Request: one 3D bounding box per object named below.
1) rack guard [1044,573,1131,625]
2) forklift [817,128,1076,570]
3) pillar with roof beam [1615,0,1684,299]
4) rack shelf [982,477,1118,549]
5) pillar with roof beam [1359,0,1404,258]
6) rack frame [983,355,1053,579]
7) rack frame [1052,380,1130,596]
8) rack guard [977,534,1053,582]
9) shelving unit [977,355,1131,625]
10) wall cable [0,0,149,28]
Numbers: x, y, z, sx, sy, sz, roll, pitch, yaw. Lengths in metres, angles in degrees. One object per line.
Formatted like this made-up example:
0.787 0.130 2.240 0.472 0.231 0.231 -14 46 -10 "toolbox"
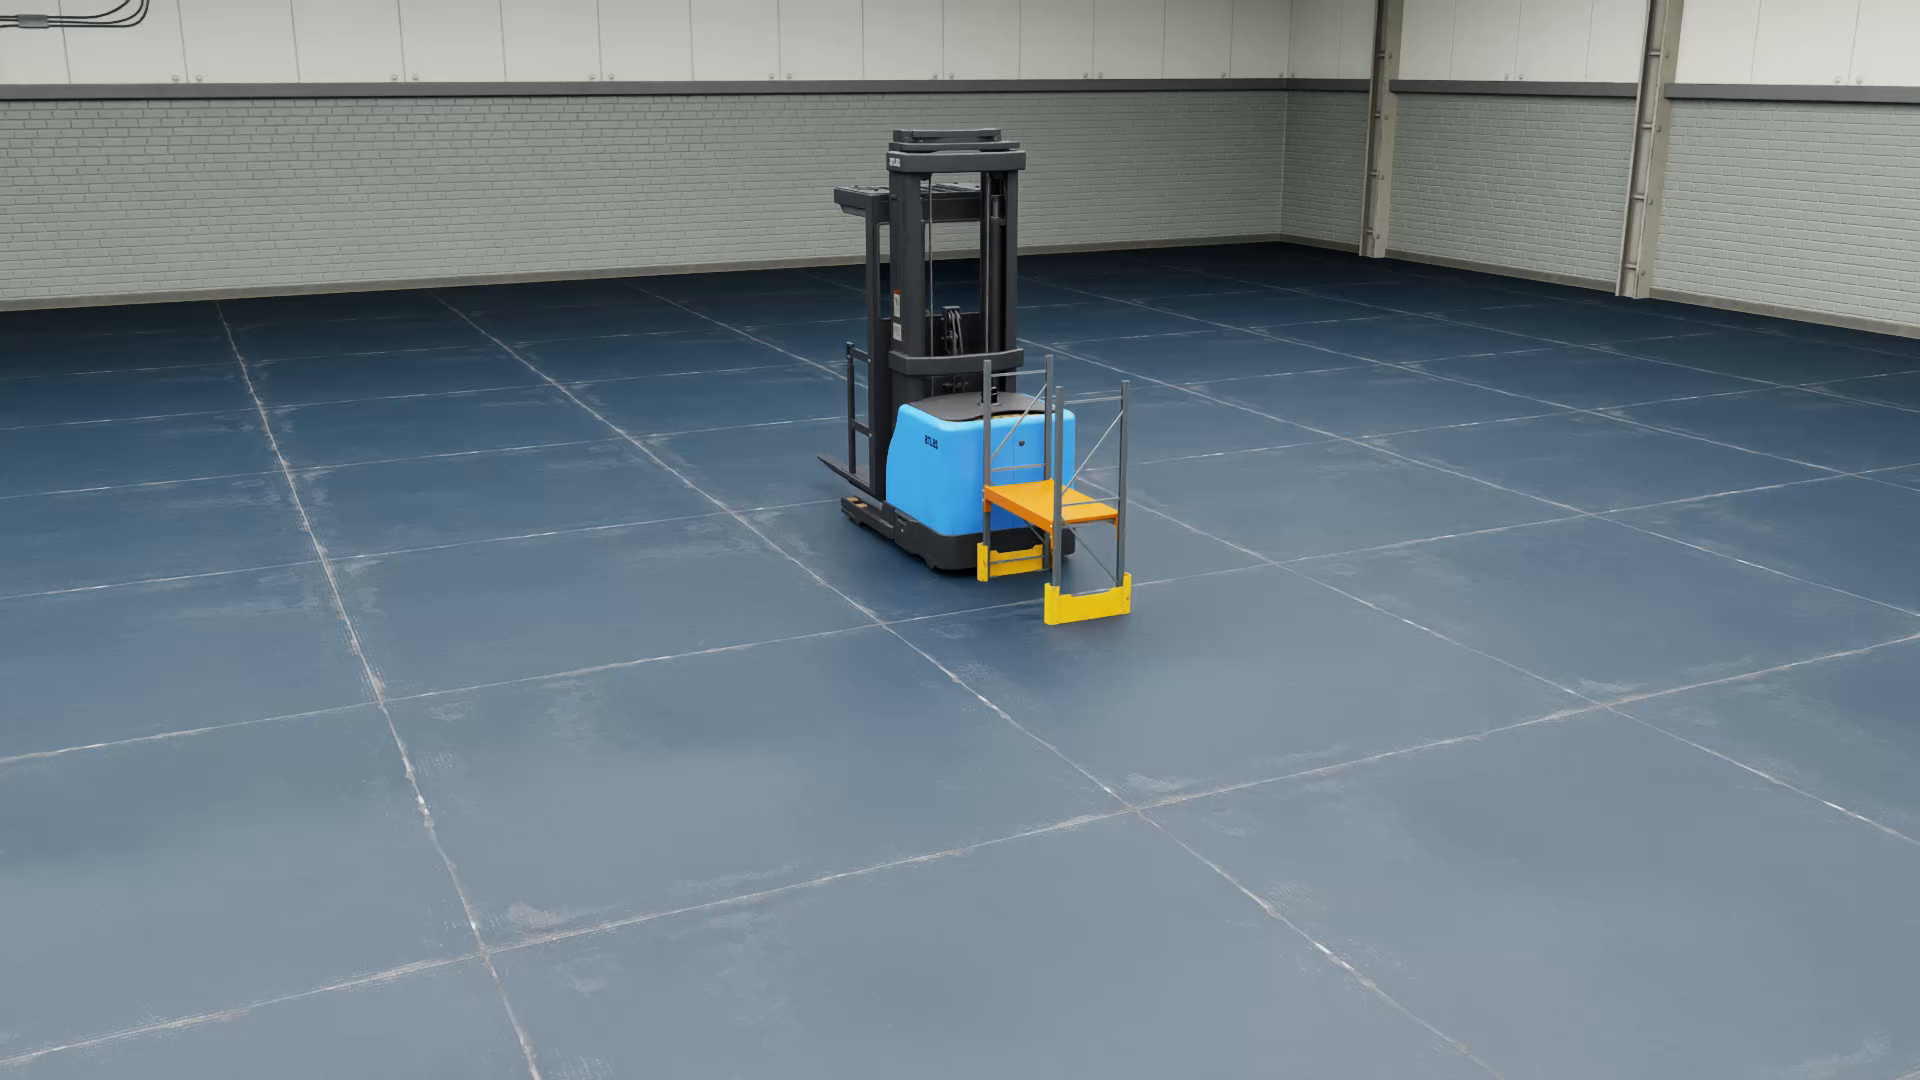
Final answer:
0.809 0.370 10.509 0.587 0.250 0.087 -7 18 -24 "rack guard"
-0.263 -1.567 12.397 1.130 2.935 3.031 -7 18 -24 "forklift"
6.246 -7.466 21.952 9.100 9.000 0.400 -8 18 -25 "pillar with roof beam"
0.599 -0.185 10.830 0.538 0.185 1.000 -7 18 -24 "rack shelf"
3.618 -8.953 27.137 9.100 9.000 0.400 -8 18 -25 "pillar with roof beam"
0.388 -0.486 11.225 0.500 1.500 0.032 -7 18 -24 "rack frame"
0.810 -0.231 10.335 0.500 1.500 0.032 -7 18 -24 "rack frame"
0.396 0.120 11.380 0.587 0.250 0.087 -7 18 -24 "rack guard"
0.602 -0.356 10.772 0.587 1.500 1.083 -7 18 -24 "shelving unit"
-12.390 -9.335 22.302 2.305 6.003 0.169 -8 18 -25 "wall cable"
